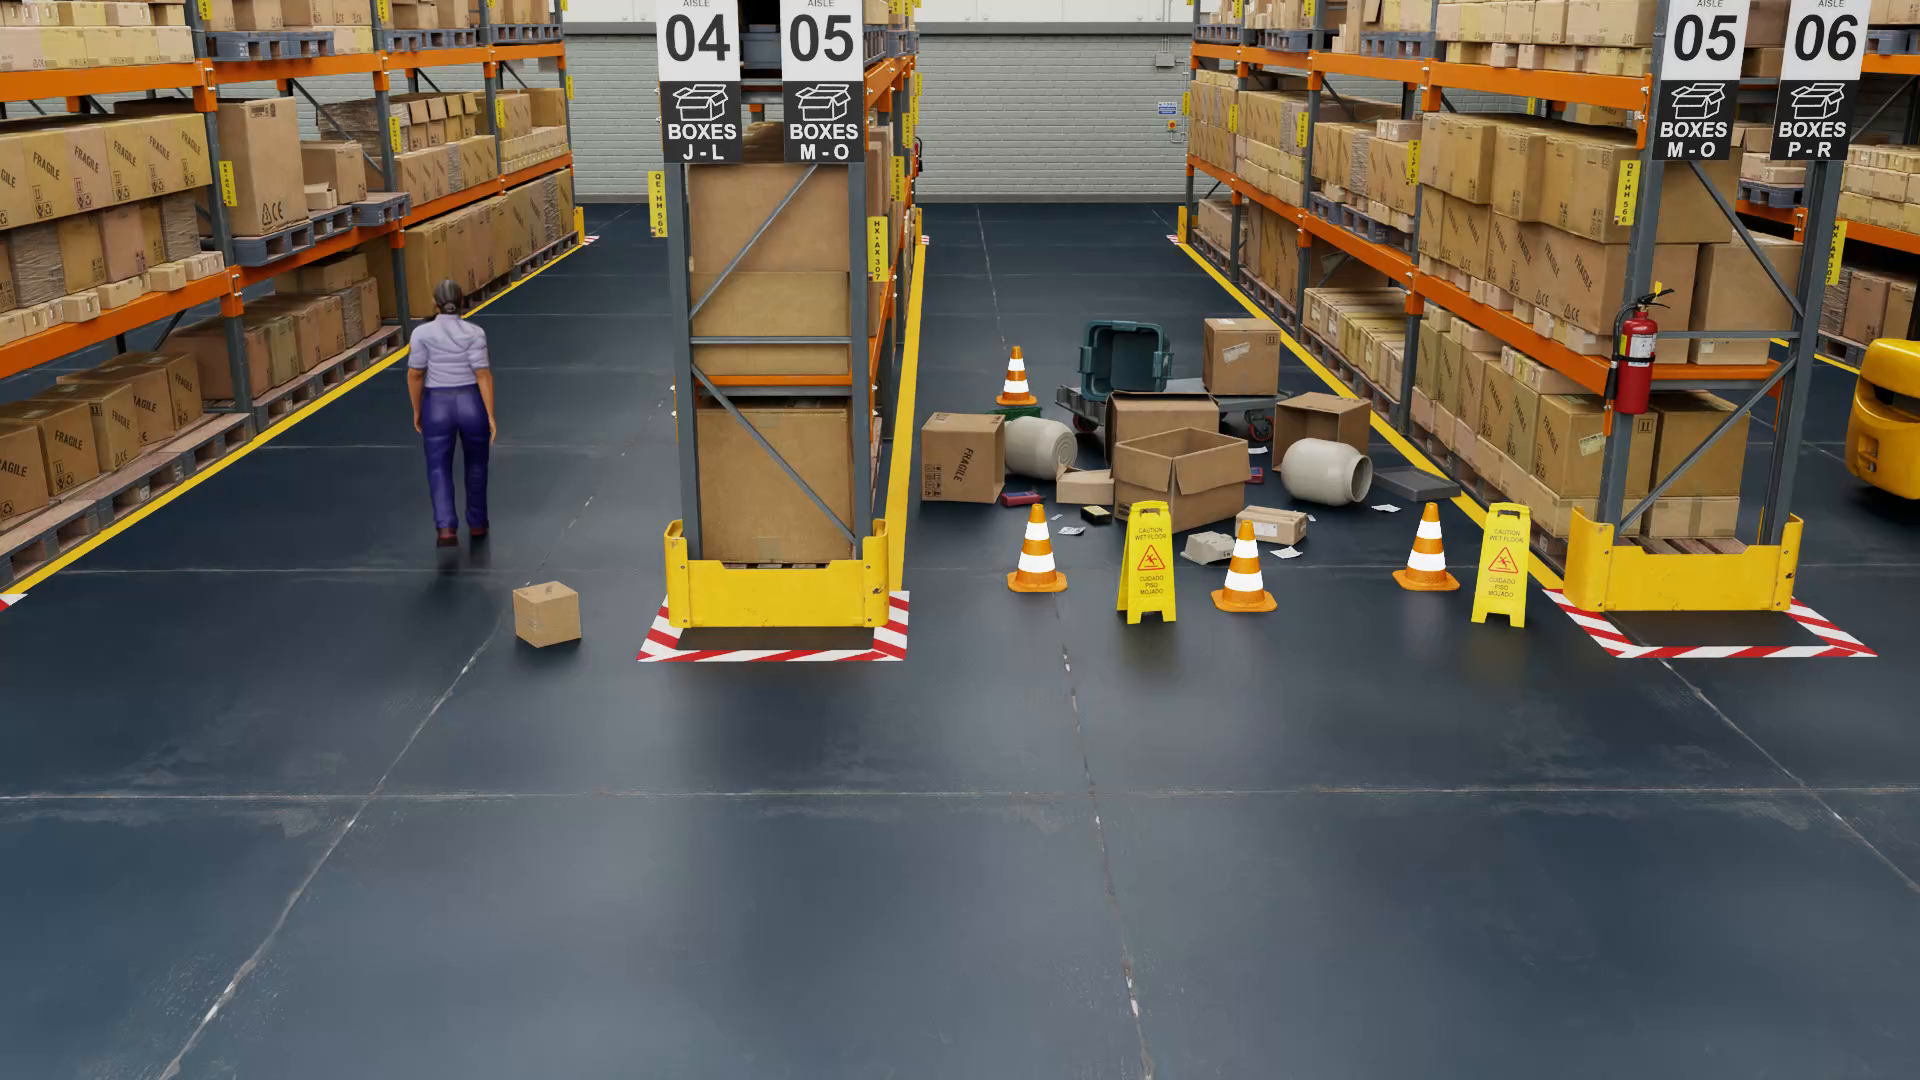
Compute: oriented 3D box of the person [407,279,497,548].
[{"bbox_3d":[-3.034,-0.752,9.960,0.485,1.613,0.856,-6,18,-17],"label":"person"}]
